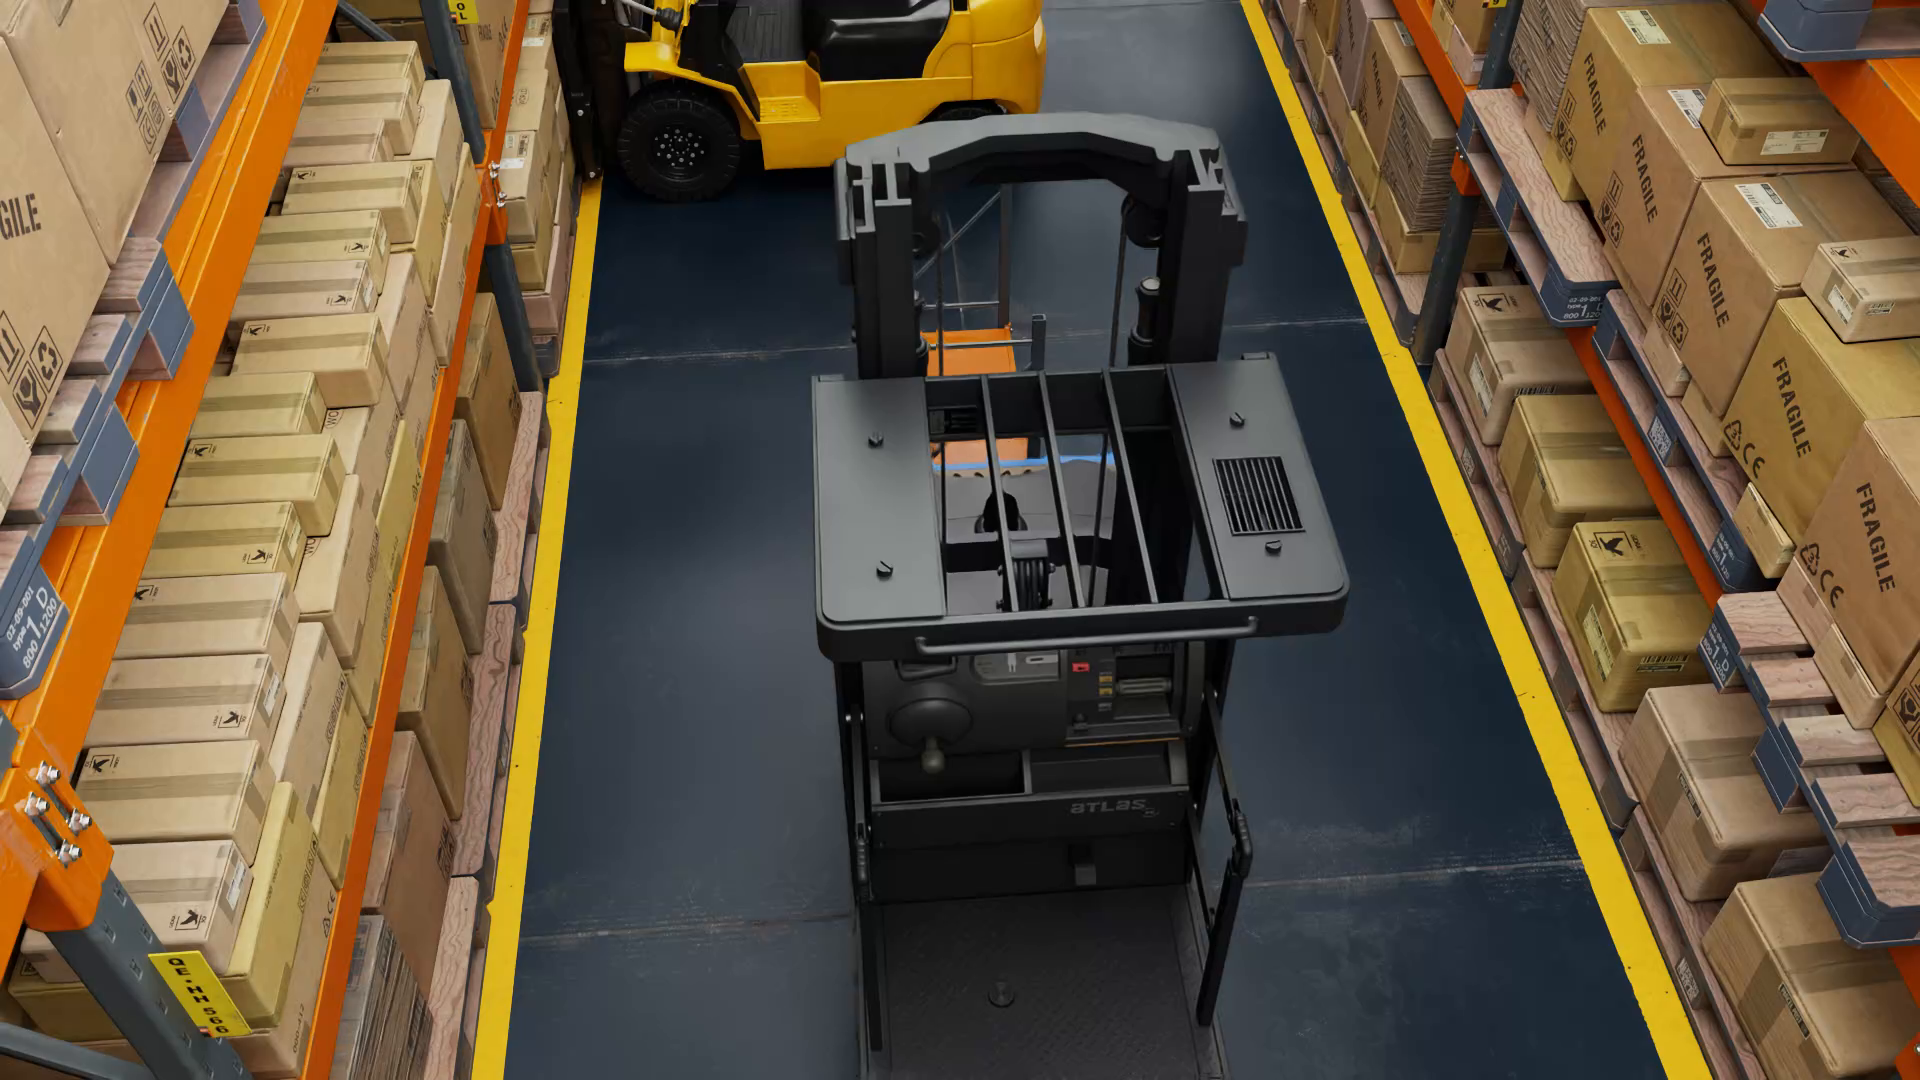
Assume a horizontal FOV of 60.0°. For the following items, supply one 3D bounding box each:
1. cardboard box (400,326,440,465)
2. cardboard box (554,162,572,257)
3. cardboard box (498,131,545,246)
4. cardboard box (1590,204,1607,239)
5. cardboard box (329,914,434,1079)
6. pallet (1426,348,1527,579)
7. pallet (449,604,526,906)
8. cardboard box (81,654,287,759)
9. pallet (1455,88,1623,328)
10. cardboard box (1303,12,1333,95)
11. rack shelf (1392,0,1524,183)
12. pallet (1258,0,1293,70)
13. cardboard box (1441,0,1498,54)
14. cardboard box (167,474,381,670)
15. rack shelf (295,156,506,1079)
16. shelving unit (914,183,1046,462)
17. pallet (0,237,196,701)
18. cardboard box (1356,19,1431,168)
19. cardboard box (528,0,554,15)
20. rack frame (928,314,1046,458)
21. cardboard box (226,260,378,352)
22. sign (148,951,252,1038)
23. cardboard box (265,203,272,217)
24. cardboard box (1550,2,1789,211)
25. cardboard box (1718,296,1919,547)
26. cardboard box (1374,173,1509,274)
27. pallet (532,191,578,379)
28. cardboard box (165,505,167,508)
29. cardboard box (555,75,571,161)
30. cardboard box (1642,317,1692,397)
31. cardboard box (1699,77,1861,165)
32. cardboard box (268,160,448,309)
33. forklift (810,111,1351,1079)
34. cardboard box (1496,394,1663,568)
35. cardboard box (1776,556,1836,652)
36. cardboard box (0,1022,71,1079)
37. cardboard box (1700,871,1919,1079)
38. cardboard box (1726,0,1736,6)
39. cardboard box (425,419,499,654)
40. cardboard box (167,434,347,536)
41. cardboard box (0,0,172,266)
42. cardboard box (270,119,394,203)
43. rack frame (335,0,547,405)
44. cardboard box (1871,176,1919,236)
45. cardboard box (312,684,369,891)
[{"bbox_3d":[-1.992,-0.471,5.370,0.500,0.250,0.500,-3,47,-3],"label":"cardboard box"},{"bbox_3d":[-2.122,-1.531,7.875,0.500,0.250,0.500,-4,47,-4],"label":"cardboard box"},{"bbox_3d":[-2.081,-1.507,7.164,0.500,0.250,0.500,-4,47,-4],"label":"cardboard box"},{"bbox_3d":[2.436,-1.157,5.800,0.380,0.149,0.250,-1,47,-1],"label":"cardboard box"},{"bbox_3d":[-2.057,1.518,4.729,0.875,0.625,0.625,-2,47,-2],"label":"cardboard box"},{"bbox_3d":[2.659,-0.378,7.099,1.003,0.211,1.213,-3,47,-3],"label":"pallet"},{"bbox_3d":[-2.148,0.779,6.004,1.003,0.211,1.213,-3,47,-3],"label":"pallet"},{"bbox_3d":[-1.822,0.415,3.912,0.380,0.149,0.250,-2,47,-2],"label":"cardboard box"},{"bbox_3d":[2.512,-1.272,6.158,1.003,0.211,1.213,-3,47,-3],"label":"pallet"},{"bbox_3d":[2.143,-2.629,8.915,0.500,0.250,0.500,-1,47,-1],"label":"cardboard box"},{"bbox_3d":[2.425,-3.100,8.252,1.077,0.370,4.000,-3,47,-3],"label":"rack shelf"},{"bbox_3d":[2.297,-3.190,9.763,1.003,0.211,1.213,-3,47,-3],"label":"pallet"},{"bbox_3d":[2.308,-2.343,6.766,0.500,0.500,0.500,-5,47,-4],"label":"cardboard box"},{"bbox_3d":[-1.879,0.100,4.485,0.500,0.250,0.500,-5,47,-4],"label":"cardboard box"},{"bbox_3d":[-2.186,0.099,5.223,1.077,0.370,4.000,-3,47,-3],"label":"rack shelf"},{"bbox_3d":[-0.006,-0.571,6.394,0.587,1.500,1.083,-3,47,-3],"label":"shelving unit"},{"bbox_3d":[-2.164,-0.154,3.030,1.213,0.211,1.003,-2,47,-1],"label":"pallet"},{"bbox_3d":[2.231,-2.136,7.932,0.500,0.500,0.500,-3,47,-3],"label":"cardboard box"},{"bbox_3d":[-2.203,-2.618,8.215,0.500,0.250,0.500,-4,47,-4],"label":"cardboard box"},{"bbox_3d":[0.035,-0.210,6.052,0.500,1.500,0.032,-3,47,-3],"label":"rack frame"},{"bbox_3d":[-1.967,-0.697,4.965,0.380,0.149,0.250,-3,47,-3],"label":"cardboard box"},{"bbox_3d":[-1.479,0.888,3.237,0.100,0.325,0.005,-3,47,-3],"label":"sign"},{"bbox_3d":[-2.534,-0.969,5.497,0.500,0.250,0.500,-4,47,-4],"label":"cardboard box"},{"bbox_3d":[2.389,-1.462,5.642,0.500,0.500,0.500,-3,47,-3],"label":"cardboard box"},{"bbox_3d":[2.515,-0.338,4.577,0.500,0.500,0.500,-6,47,-6],"label":"cardboard box"},{"bbox_3d":[2.275,-1.510,7.856,0.500,0.250,0.500,-2,47,-1],"label":"cardboard box"},{"bbox_3d":[-2.378,-1.215,7.891,1.003,0.211,1.213,-3,47,-3],"label":"pallet"},{"bbox_3d":[-2.417,0.138,4.449,0.500,0.250,0.500,-4,47,-4],"label":"cardboard box"},{"bbox_3d":[-2.161,-2.064,8.035,0.500,0.250,0.500,-4,47,-4],"label":"cardboard box"},{"bbox_3d":[2.405,-0.594,5.267,0.380,0.149,0.250,-2,47,-2],"label":"cardboard box"},{"bbox_3d":[2.473,-1.263,5.007,0.380,0.149,0.250,-1,47,-1],"label":"cardboard box"},{"bbox_3d":[-2.007,-1.004,5.531,0.500,0.250,0.500,-5,47,-4],"label":"cardboard box"},{"bbox_3d":[0.220,0.519,4.376,1.130,2.935,3.031,-3,47,-3],"label":"forklift"},{"bbox_3d":[2.703,-0.242,6.570,0.950,0.372,0.625,-1,47,-1],"label":"cardboard box"},{"bbox_3d":[2.492,0.161,4.552,0.380,0.149,0.250,-5,47,-5],"label":"cardboard box"},{"bbox_3d":[-2.311,1.040,3.939,0.500,0.250,0.500,-4,47,-4],"label":"cardboard box"},{"bbox_3d":[2.890,1.344,5.068,0.950,0.372,0.625,-6,47,-6],"label":"cardboard box"},{"bbox_3d":[2.860,-1.861,6.020,0.500,0.500,0.500,-4,47,-4],"label":"cardboard box"},{"bbox_3d":[-2.241,0.015,6.152,0.875,0.625,0.625,-4,47,-4],"label":"cardboard box"},{"bbox_3d":[-1.870,-0.141,4.438,0.380,0.149,0.250,-3,47,-2],"label":"cardboard box"},{"bbox_3d":[-1.978,-0.844,3.127,0.700,0.500,0.500,-4,47,-4],"label":"cardboard box"},{"bbox_3d":[-2.096,-1.254,5.492,0.380,0.149,0.250,-4,47,-3],"label":"cardboard box"},{"bbox_3d":[-2.353,-1.596,6.332,1.000,3.000,0.127,-3,47,-3],"label":"rack frame"},{"bbox_3d":[2.985,-0.749,4.967,0.500,0.500,0.500,-5,47,-5],"label":"cardboard box"},{"bbox_3d":[-1.849,0.650,4.308,0.500,0.250,0.500,-4,47,-4],"label":"cardboard box"}]
